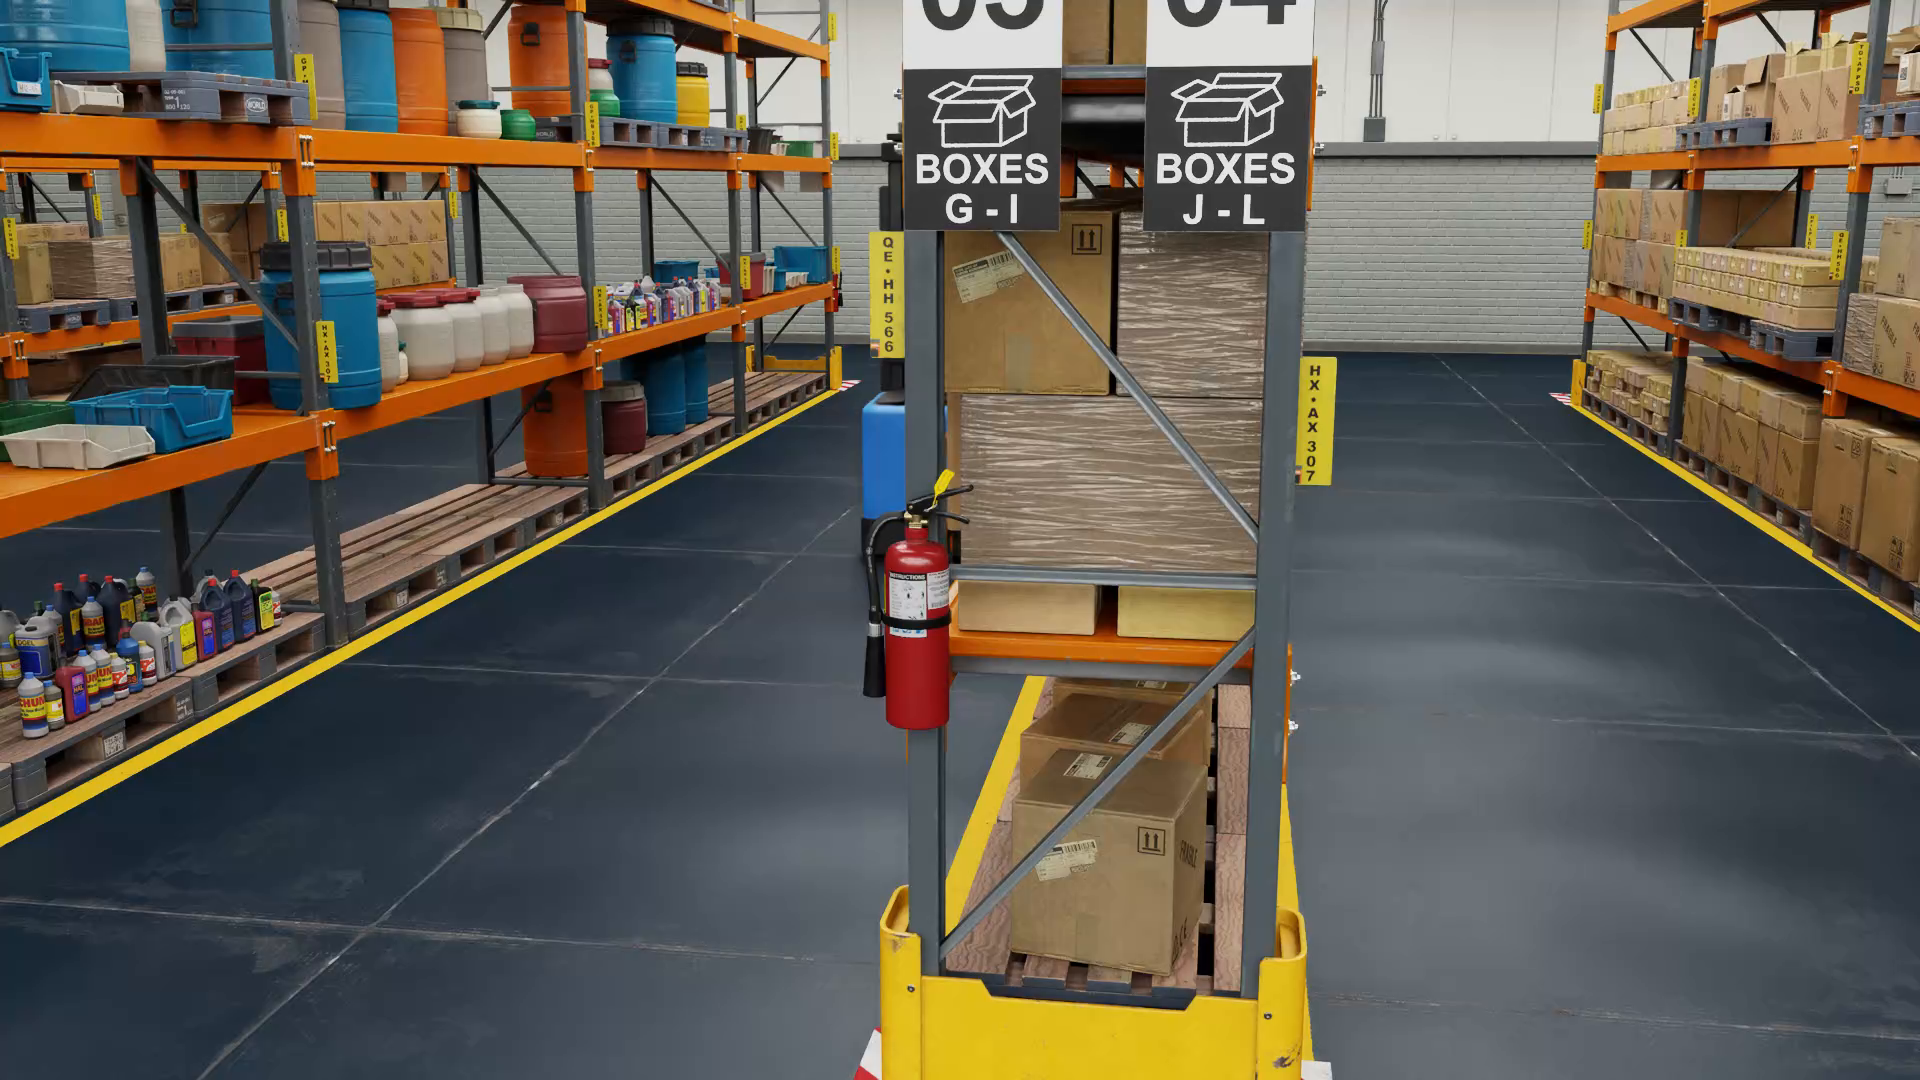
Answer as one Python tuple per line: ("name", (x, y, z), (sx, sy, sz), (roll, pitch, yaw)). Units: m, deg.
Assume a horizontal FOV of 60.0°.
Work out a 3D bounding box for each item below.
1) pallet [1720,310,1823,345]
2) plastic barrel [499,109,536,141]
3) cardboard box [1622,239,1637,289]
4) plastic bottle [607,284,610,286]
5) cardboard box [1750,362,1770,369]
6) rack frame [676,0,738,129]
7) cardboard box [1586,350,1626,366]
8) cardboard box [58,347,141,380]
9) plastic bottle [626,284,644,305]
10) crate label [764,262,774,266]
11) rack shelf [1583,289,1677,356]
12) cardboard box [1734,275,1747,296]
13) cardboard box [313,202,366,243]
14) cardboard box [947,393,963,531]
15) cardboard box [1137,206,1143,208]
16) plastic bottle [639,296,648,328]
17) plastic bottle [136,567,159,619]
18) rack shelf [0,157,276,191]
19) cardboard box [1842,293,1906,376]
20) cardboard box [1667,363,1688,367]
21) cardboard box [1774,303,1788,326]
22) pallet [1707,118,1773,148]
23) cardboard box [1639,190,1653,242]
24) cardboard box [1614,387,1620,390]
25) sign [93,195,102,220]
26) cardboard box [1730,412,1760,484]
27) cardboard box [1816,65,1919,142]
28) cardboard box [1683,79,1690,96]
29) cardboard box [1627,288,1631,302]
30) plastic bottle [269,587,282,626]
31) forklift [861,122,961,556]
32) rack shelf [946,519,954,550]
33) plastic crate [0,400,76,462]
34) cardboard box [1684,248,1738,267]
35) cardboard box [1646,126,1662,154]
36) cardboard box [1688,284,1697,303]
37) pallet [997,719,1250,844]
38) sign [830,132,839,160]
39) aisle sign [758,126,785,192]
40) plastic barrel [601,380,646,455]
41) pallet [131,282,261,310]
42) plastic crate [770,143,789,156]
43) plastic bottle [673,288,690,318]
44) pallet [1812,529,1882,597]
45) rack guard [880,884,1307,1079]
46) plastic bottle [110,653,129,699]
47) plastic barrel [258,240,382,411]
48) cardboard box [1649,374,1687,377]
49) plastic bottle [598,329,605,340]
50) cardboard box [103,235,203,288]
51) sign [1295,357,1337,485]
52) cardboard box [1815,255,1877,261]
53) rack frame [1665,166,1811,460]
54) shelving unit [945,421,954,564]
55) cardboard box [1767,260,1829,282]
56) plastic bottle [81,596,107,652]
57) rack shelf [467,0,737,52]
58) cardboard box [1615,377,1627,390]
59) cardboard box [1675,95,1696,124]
("pallet", (6.740, -1.698, 13.209), (1.003, 0.211, 1.213), (2, 12, 9))
("plastic barrel", (-3.291, -3.058, 12.313), (0.294, 0.245, 0.294), (0, 12, 0))
("cardboard box", (7.147, -2.834, 17.078), (0.500, 0.500, 0.500), (2, 12, 7))
("plastic bottle", (-3.303, -2.249, 15.586), (0.061, 0.283, 0.133), (2, 12, 9))
("cardboard box", (7.226, -1.398, 14.517), (0.500, 0.250, 0.500), (2, 12, 7))
("rack frame", (-2.688, -5.486, 16.090), (1.000, 3.000, 0.127), (2, 12, 9))
("cardboard box", (7.290, -2.048, 18.736), (0.380, 0.149, 0.250), (1, 12, 6))
("cardboard box", (-8.128, -1.669, 15.727), (0.500, 0.250, 0.500), (2, 12, 8))
("plastic bottle", (-2.847, -2.075, 14.619), (0.144, 0.351, 0.185), (2, 12, 9))
("crate label", (-2.436, -3.293, 20.408), (0.416, 0.233, 0.303), (2, 12, 9))
("rack shelf", (7.399, -2.276, 17.142), (1.077, 0.370, 4.000), (2, 12, 9))
("cardboard box", (6.298, -1.993, 13.013), (0.380, 0.149, 0.250), (2, 12, 10))
("cardboard box", (-7.073, -3.556, 18.762), (0.500, 0.500, 0.500), (2, 12, 7))
("cardboard box", (0.430, -0.311, 5.373), (0.875, 0.500, 0.500), (2, 12, 9))
("cardboard box", (0.798, -0.788, 5.211), (0.500, 0.500, 0.500), (2, 12, 9))
("plastic bottle", (-2.731, -1.953, 14.242), (0.097, 0.271, 0.097), (0, 12, 0))
("plastic bottle", (-4.401, 0.283, 8.994), (0.097, 0.271, 0.097), (0, 12, 0))
("rack shelf", (-7.890, -3.413, 15.298), (1.077, 0.370, 4.000), (2, 12, 9))
("cardboard box", (6.140, -1.343, 10.867), (0.500, 0.500, 0.500), (2, 12, 9))
("cardboard box", (7.627, -1.759, 17.392), (0.380, 0.149, 0.250), (1, 12, 7))
("cardboard box", (6.138, -1.630, 12.038), (0.380, 0.149, 0.250), (2, 12, 8))
("pallet", (6.734, -3.245, 13.255), (1.213, 0.211, 1.003), (2, 12, 9))
("cardboard box", (7.063, -3.215, 16.474), (0.500, 0.500, 0.500), (2, 12, 10))
("cardboard box", (7.226, -1.542, 17.799), (0.380, 0.149, 0.250), (2, 12, 9))
("sign", (-11.328, -4.369, 21.833), (0.100, 0.325, 0.005), (2, 12, 9))
("cardboard box", (6.468, -0.726, 13.179), (0.500, 0.500, 0.500), (1, 12, 6))
("cardboard box", (6.313, -3.021, 11.534), (0.500, 0.500, 0.500), (2, 12, 9))
("cardboard box", (6.900, -4.173, 15.340), (0.380, 0.149, 0.250), (2, 12, 10))
("cardboard box", (7.143, -2.538, 17.246), (0.380, 0.149, 0.250), (2, 12, 11))
("plastic bottle", (-3.667, 0.350, 8.846), (0.097, 0.201, 0.097), (0, 12, 0))
("forklift", (-0.011, -1.573, 12.337), (1.130, 2.935, 3.031), (1, 12, 5))
("rack shelf", (-0.169, -0.029, 10.972), (0.215, 0.259, 0.240), (2, 16, 9))
("plastic crate", (-4.406, -0.511, 7.748), (0.450, 0.188, 0.662), (2, 12, 9))
("cardboard box", (6.539, -2.459, 14.472), (0.380, 0.149, 0.250), (2, 12, 10))
("cardboard box", (7.066, -3.925, 16.320), (0.500, 0.250, 0.500), (2, 12, 8))
("cardboard box", (6.497, -2.117, 14.295), (0.380, 0.149, 0.250), (2, 12, 9))
("pallet", (0.722, 1.031, 6.708), (1.003, 0.211, 1.213), (2, 12, 9))
("sign", (-1.527, -4.787, 20.214), (0.100, 0.325, 0.005), (2, 12, 9))
("aisle sign", (-2.356, -4.682, 20.426), (0.394, 0.787, 0.004), (2, 12, 9))
("plastic barrel", (-3.071, -1.085, 14.634), (0.600, 0.588, 0.708), (2, 12, 9))
("pallet", (-7.813, -2.458, 16.735), (1.003, 0.211, 1.213), (2, 12, 9))
("plastic crate", (-2.146, -4.285, 18.264), (0.437, 0.136, 0.530), (2, 12, 9))
("plastic bottle", (-2.584, -2.191, 15.336), (0.152, 0.276, 0.135), (2, 12, 9))
("pallet", (6.280, 0.146, 10.814), (1.003, 0.211, 1.213), (2, 12, 9))
("rack guard", (0.372, 1.311, 4.723), (1.175, 0.500, 0.348), (2, 12, 9))
("plastic bottle", (-3.864, 0.617, 7.607), (0.097, 0.201, 0.097), (0, 12, 0))
("plastic barrel", (-3.560, -1.204, 9.269), (0.600, 0.901, 0.708), (2, 12, 9))
("cardboard box", (7.037, -1.554, 16.444), (0.380, 0.149, 0.250), (2, 12, 11))
("plastic bottle", (-2.918, -1.740, 13.241), (0.152, 0.276, 0.135), (2, 12, 9))
("cardboard box", (-7.919, -2.732, 16.318), (0.700, 0.500, 0.500), (4, 13, 18))
("sign", (0.896, -0.301, 4.214), (0.100, 0.325, 0.005), (2, 12, 9))
("cardboard box", (6.981, -2.167, 13.117), (0.380, 0.149, 0.250), (2, 12, 8))
("rack frame", (7.091, -2.211, 15.134), (1.000, 3.000, 0.127), (2, 12, 9))
("shelving unit", (-0.172, -0.307, 10.894), (0.215, 1.050, 0.252), (2, 16, 9))
("cardboard box", (6.179, -1.976, 12.228), (0.380, 0.149, 0.250), (2, 12, 10))
("plastic bottle", (-4.356, 0.419, 8.360), (0.097, 0.271, 0.097), (0, 12, 0))
("rack shelf", (-2.996, -4.523, 14.276), (1.077, 0.370, 4.000), (2, 12, 9))
("cardboard box", (7.230, -1.683, 17.747), (0.380, 0.149, 0.250), (1, 12, 6))
("cardboard box", (6.911, -3.953, 15.265), (0.500, 0.250, 0.500), (1, 12, 6))
